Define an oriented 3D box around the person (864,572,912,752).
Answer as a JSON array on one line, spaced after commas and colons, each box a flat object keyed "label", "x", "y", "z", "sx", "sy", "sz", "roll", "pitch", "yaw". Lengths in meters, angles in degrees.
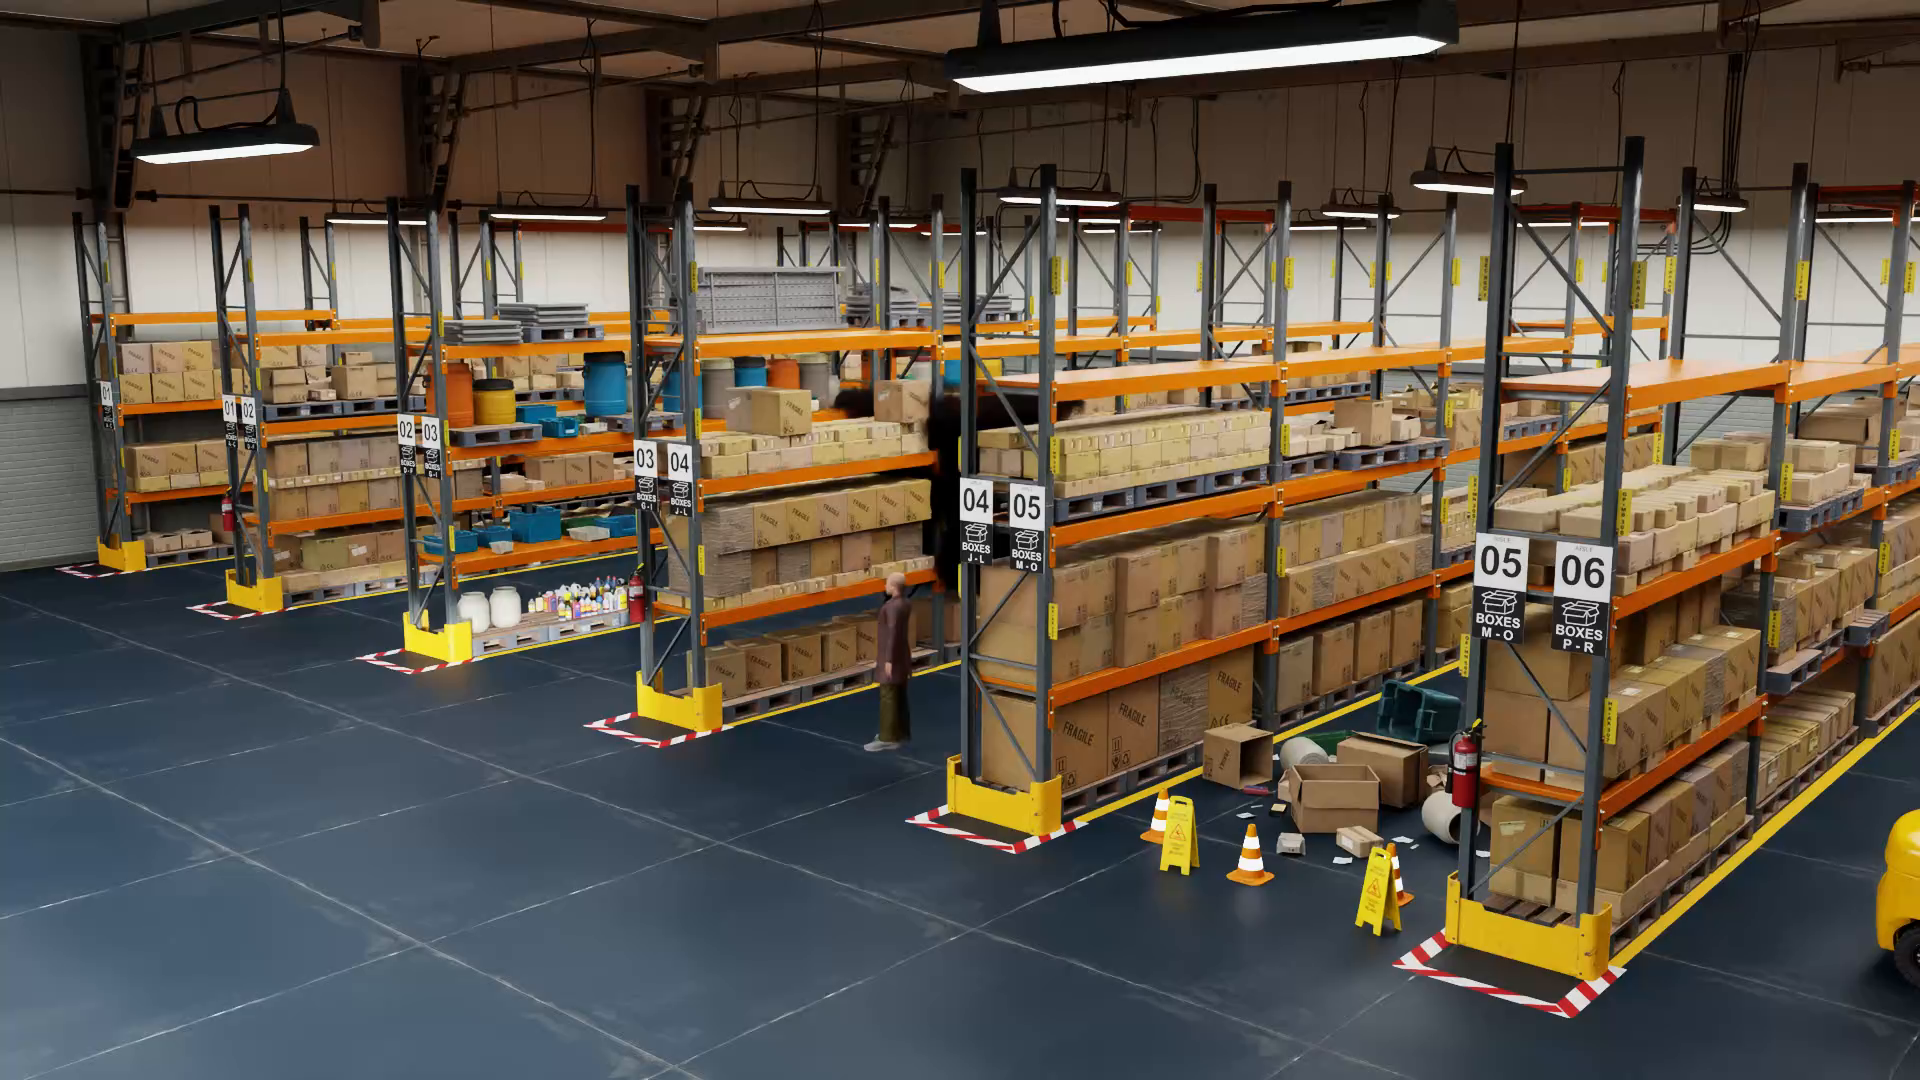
[{"label": "person", "x": -0.709, "y": 1.209, "z": 16.849, "sx": 0.413, "sy": 1.801, "sz": 0.628, "roll": 3, "pitch": 10, "yaw": 16}]
